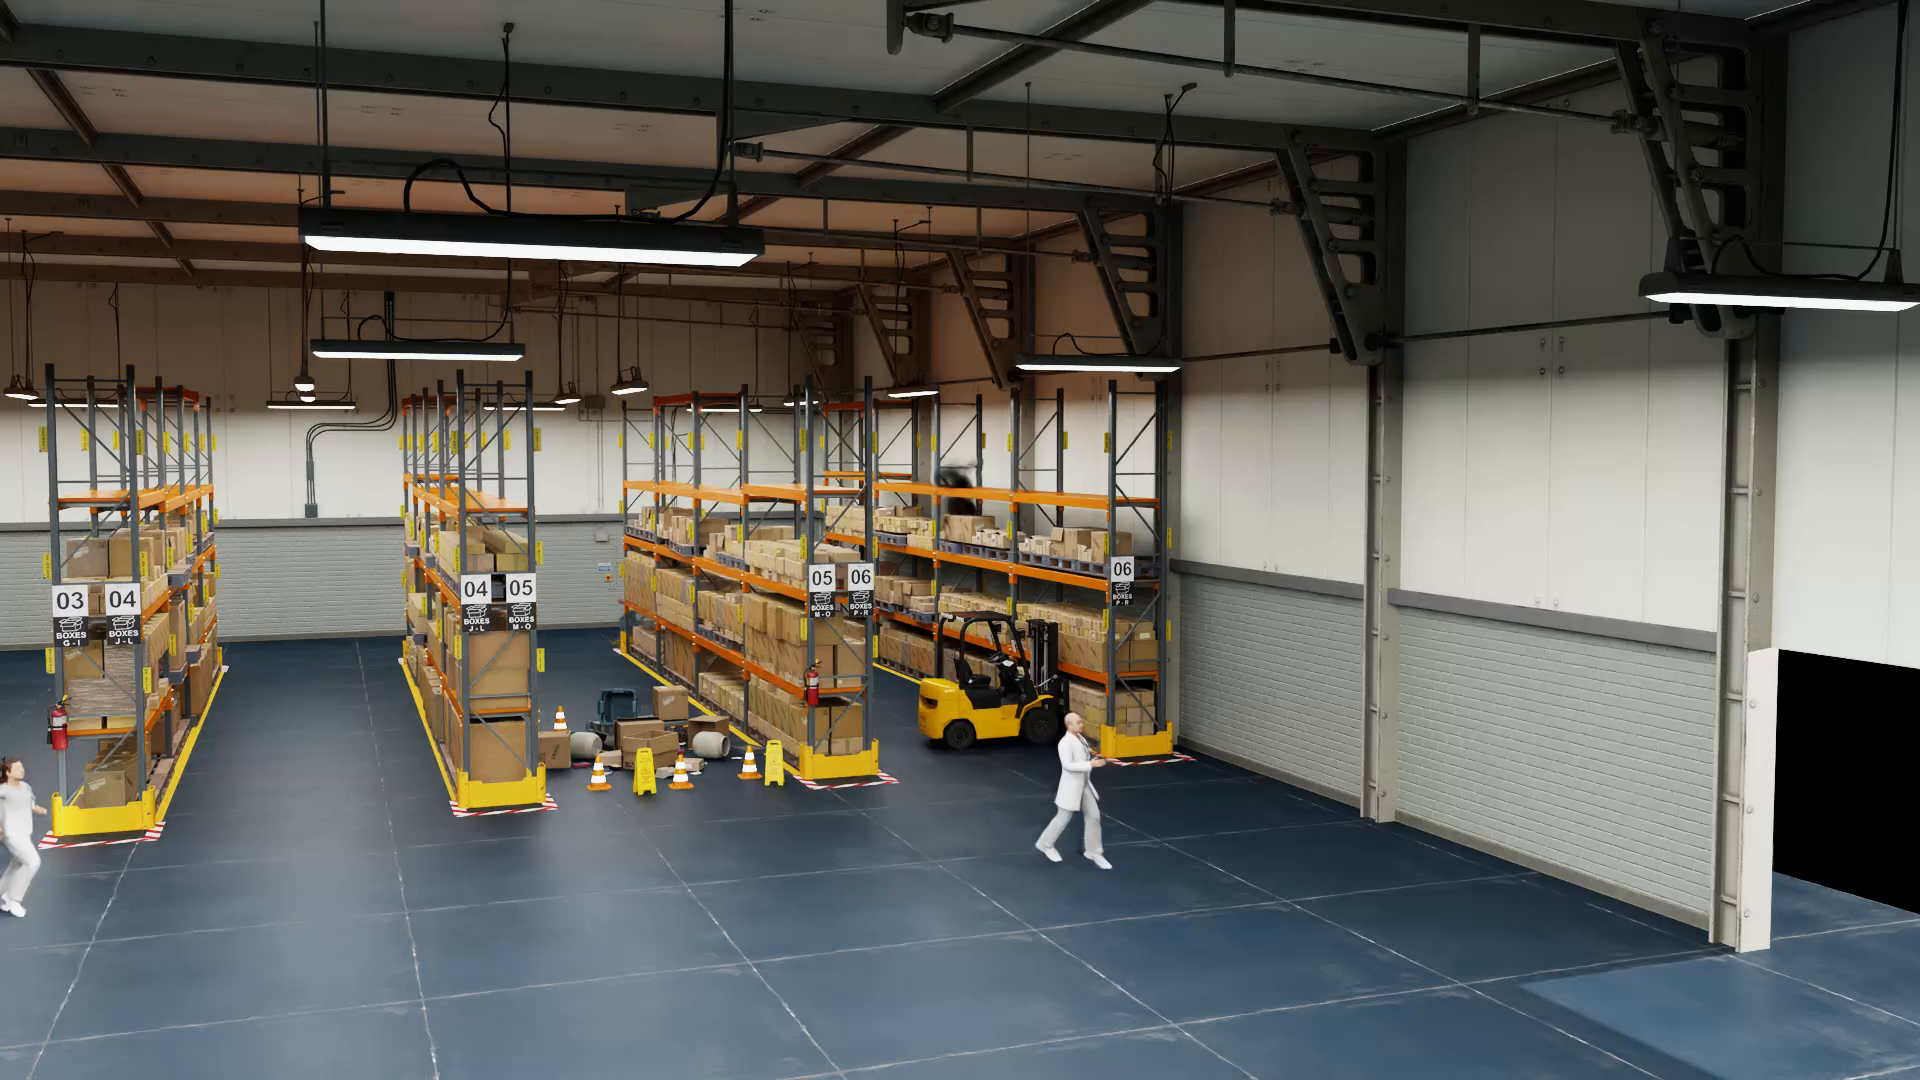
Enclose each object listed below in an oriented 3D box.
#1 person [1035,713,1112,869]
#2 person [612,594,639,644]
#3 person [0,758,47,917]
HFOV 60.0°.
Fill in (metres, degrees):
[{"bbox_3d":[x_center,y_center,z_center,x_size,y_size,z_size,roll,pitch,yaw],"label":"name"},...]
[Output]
[{"bbox_3d":[1.330,2.994,19.643,0.930,1.742,0.677,2,4,31],"label":"person"},{"bbox_3d":[-8.158,1.718,40.979,0.903,1.756,0.725,0,3,-2],"label":"person"},{"bbox_3d":[-9.982,3.136,17.594,0.685,1.671,0.535,0,3,5],"label":"person"}]
